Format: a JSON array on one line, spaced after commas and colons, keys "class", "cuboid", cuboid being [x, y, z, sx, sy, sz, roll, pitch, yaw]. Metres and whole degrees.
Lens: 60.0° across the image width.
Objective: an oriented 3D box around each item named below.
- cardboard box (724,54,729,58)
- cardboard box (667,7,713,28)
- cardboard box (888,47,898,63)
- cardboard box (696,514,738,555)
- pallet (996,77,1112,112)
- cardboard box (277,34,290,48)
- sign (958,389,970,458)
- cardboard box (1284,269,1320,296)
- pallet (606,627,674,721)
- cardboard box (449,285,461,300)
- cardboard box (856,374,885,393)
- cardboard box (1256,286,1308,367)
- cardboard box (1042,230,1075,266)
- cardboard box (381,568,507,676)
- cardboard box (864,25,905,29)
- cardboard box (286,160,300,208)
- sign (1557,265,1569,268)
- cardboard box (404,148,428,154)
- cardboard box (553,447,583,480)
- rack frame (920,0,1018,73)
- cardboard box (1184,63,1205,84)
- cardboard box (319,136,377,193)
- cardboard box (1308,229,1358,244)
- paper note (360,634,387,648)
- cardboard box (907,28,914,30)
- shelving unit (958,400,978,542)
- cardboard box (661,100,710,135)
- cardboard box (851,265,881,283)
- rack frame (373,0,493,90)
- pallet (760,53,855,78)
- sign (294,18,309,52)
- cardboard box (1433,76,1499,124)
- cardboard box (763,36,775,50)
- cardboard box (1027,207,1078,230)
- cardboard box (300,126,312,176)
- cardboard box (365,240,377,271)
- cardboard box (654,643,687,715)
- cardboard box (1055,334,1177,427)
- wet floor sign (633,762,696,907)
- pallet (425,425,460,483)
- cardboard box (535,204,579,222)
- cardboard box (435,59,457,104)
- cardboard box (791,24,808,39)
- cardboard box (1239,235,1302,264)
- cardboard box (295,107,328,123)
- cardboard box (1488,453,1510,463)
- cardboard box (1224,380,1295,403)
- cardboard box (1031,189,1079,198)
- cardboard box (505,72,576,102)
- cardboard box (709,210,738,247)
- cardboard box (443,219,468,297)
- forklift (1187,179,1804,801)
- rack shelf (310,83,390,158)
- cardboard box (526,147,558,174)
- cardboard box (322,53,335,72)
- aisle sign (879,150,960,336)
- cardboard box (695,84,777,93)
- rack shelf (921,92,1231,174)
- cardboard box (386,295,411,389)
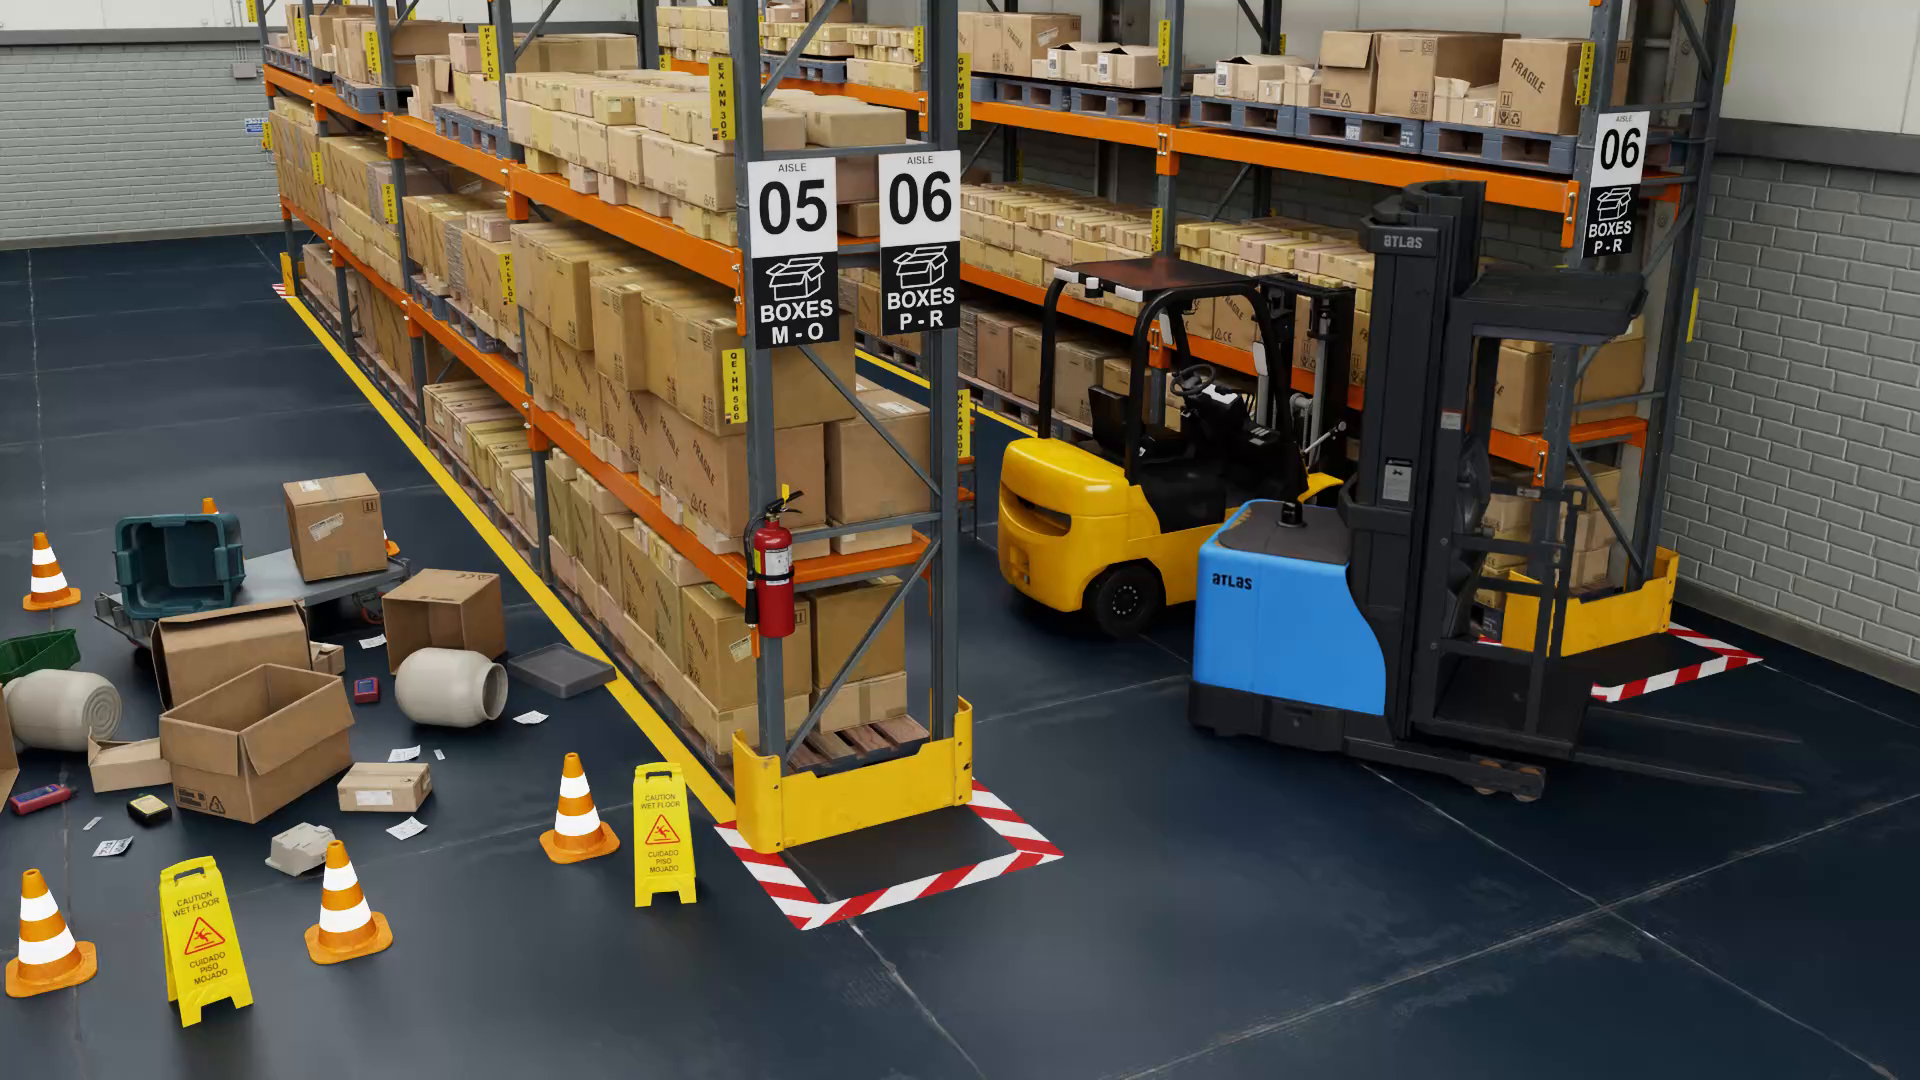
[{"class": "cardboard box", "cuboid": [-2.685, -5.921, 20.478, 0.380, 0.149, 0.250, -9, 21, -25]}, {"class": "cardboard box", "cuboid": [-3.492, -6.820, 21.705, 0.500, 0.250, 0.500, -10, 21, -27]}, {"class": "cardboard box", "cuboid": [-0.497, -4.871, 16.670, 0.380, 0.149, 0.250, -9, 21, -25]}, {"class": "cardboard box", "cuboid": [-1.060, -0.059, 8.089, 0.380, 0.149, 0.250, -10, 22, -27]}, {"class": "pallet", "cuboid": [1.026, -3.941, 14.646, 1.003, 0.211, 1.213, -9, 21, -24]}, {"class": "cardboard box", "cuboid": [-7.759, -5.838, 19.441, 0.380, 0.149, 0.250, -9, 21, -25]}, {"class": "sign", "cuboid": [0.002, -0.541, 7.774, 0.100, 0.325, 0.005, -10, 21, -27]}, {"class": "cardboard box", "cuboid": [2.494, -1.816, 11.647, 0.380, 0.149, 0.250, -11, 22, -28]}, {"class": "pallet", "cuboid": [-1.442, 0.660, 9.895, 1.003, 0.211, 1.213, -10, 21, -27]}, {"class": "cardboard box", "cuboid": [-3.794, -1.991, 13.043, 0.380, 0.149, 0.250, -9, 21, -23]}, {"class": "cardboard box", "cuboid": [-0.705, -0.563, 8.555, 0.500, 0.500, 0.500, -9, 21, -25]}, {"class": "cardboard box", "cuboid": [2.476, -1.553, 11.881, 0.500, 0.500, 0.500, -10, 22, -27]}, {"class": "cardboard box", "cuboid": [1.045, -2.527, 14.320, 0.500, 0.250, 0.500, -10, 21, -26]}, {"class": "cardboard box", "cuboid": [-3.064, 0.503, 9.904, 0.500, 0.500, 0.500, 4, 19, 11]}, {"class": "cardboard box", "cuboid": [-0.808, -5.442, 17.837, 0.380, 0.149, 0.250, -9, 21, -25]}, {"class": "cardboard box", "cuboid": [-7.608, -4.216, 19.598, 0.500, 0.500, 0.500, -10, 21, -27]}, {"class": "sign", "cuboid": [3.407, -1.397, 9.443, 0.100, 0.325, 0.005, -10, 21, -27]}, {"class": "cardboard box", "cuboid": [-5.006, -3.481, 15.935, 0.500, 0.500, 0.500, -10, 21, -26]}, {"class": "cardboard box", "cuboid": [-2.326, -0.500, 10.408, 0.380, 0.149, 0.250, -10, 21, -26]}, {"class": "rack frame", "cuboid": [0.092, -5.950, 15.580, 1.000, 3.000, 0.127, -10, 21, -27]}, {"class": "cardboard box", "cuboid": [1.761, -3.785, 13.492, 0.380, 0.149, 0.250, -10, 21, -27]}, {"class": "cardboard box", "cuboid": [-6.218, -3.842, 16.980, 0.500, 0.500, 0.500, -10, 21, -26]}, {"class": "cardboard box", "cuboid": [2.803, -2.201, 12.308, 0.380, 0.149, 0.250, -10, 22, -28]}, {"class": "paper note", "cuboid": [-3.625, 0.624, 10.277, 0.148, 0.019, 0.142, -10, 21, -27]}, {"class": "cardboard box", "cuboid": [-0.332, -5.230, 17.254, 0.380, 0.149, 0.250, -10, 21, -27]}, {"class": "shelving unit", "cuboid": [-0.025, -0.512, 12.005, 0.215, 1.050, 0.252, -10, 21, -27]}, {"class": "cardboard box", "cuboid": [-1.197, -2.007, 7.912, 0.380, 0.149, 0.250, -10, 21, -26]}, {"class": "cardboard box", "cuboid": [-0.971, -2.925, 18.205, 0.380, 0.149, 0.250, -11, 22, -29]}, {"class": "rack frame", "cuboid": [-4.275, -5.180, 13.348, 1.000, 3.000, 0.127, -10, 21, -27]}, {"class": "pallet", "cuboid": [-1.560, -5.394, 18.853, 1.213, 0.211, 1.003, -10, 21, -27]}, {"class": "sign", "cuboid": [-6.662, -5.106, 16.818, 0.100, 0.325, 0.005, -10, 21, -27]}, {"class": "cardboard box", "cuboid": [3.110, -2.682, 10.115, 0.396, 0.266, 0.258, -10, 21, -27]}, {"class": "cardboard box", "cuboid": [-2.016, -5.660, 18.926, 0.380, 0.149, 0.250, -10, 21, -26]}, {"class": "cardboard box", "cuboid": [0.807, -2.810, 14.528, 0.380, 0.149, 0.250, -11, 22, -28]}, {"class": "cardboard box", "cuboid": [-6.875, -4.252, 18.170, 0.500, 0.500, 0.500, -10, 22, -27]}, {"class": "cardboard box", "cuboid": [-5.225, -2.670, 15.500, 0.500, 0.250, 0.500, -10, 22, -27]}, {"class": "cardboard box", "cuboid": [-1.336, 0.713, 9.038, 0.500, 0.250, 0.500, -10, 21, -26]}, {"class": "cardboard box", "cuboid": [1.372, -1.414, 14.627, 0.875, 0.625, 0.625, -10, 22, -27]}, {"class": "wet floor sign", "cuboid": [-1.327, 1.285, 7.417, 0.267, 0.644, 0.232, -3, 19, -8]}, {"class": "pallet", "cuboid": [-3.905, -0.802, 14.131, 1.003, 0.211, 1.213, -10, 21, -27]}, {"class": "cardboard box", "cuboid": [-2.894, -2.375, 12.168, 0.380, 0.149, 0.250, -9, 21, -24]}, {"class": "cardboard box", "cuboid": [-3.525, -3.378, 12.565, 0.797, 0.503, 0.637, -10, 21, -27]}, {"class": "cardboard box", "cuboid": [-1.634, -5.580, 18.237, 0.380, 0.149, 0.250, -10, 22, -28]}, {"class": "cardboard box", "cuboid": [2.246, -2.100, 12.016, 0.380, 0.149, 0.250, -9, 21, -25]}, {"class": "cardboard box", "cuboid": [-7.282, -4.803, 18.772, 0.380, 0.149, 0.250, -10, 21, -27]}, {"class": "cardboard box", "cuboid": [3.589, -0.499, 11.019, 0.500, 0.250, 0.500, -10, 21, -27]}, {"class": "cardboard box", "cuboid": [2.179, -1.002, 12.474, 0.500, 0.250, 0.500, -10, 21, -27]}, {"class": "cardboard box", "cuboid": [0.894, -3.205, 15.673, 0.380, 0.149, 0.250, -10, 22, -28]}, {"class": "cardboard box", "cuboid": [-2.513, -2.731, 10.012, 0.380, 0.149, 0.250, -10, 22, -28]}, {"class": "cardboard box", "cuboid": [-0.891, -1.406, 7.395, 0.380, 0.149, 0.250, -10, 21, -26]}, {"class": "cardboard box", "cuboid": [-3.522, -2.121, 12.427, 0.500, 0.500, 0.500, -11, 22, -29]}, {"class": "forklift", "cuboid": [2.803, -0.273, 8.429, 3.031, 2.935, 1.130, 9, 21, 24]}, {"class": "rack shelf", "cuboid": [-5.224, -3.996, 15.619, 1.077, 0.370, 4.000, -10, 21, -27]}, {"class": "cardboard box", "cuboid": [-2.370, -2.284, 9.937, 0.380, 0.149, 0.250, -10, 21, -27]}, {"class": "cardboard box", "cuboid": [-5.881, -4.581, 15.925, 0.380, 0.166, 0.250, -12, 22, -30]}, {"class": "aisle sign", "cuboid": [-0.174, -1.307, 7.335, 0.394, 0.787, 0.004, -10, 21, -27]}, {"class": "cardboard box", "cuboid": [-1.212, -2.385, 9.008, 0.380, 0.149, 0.250, -10, 21, -26]}, {"class": "rack shelf", "cuboid": [1.042, -3.618, 14.522, 1.077, 0.370, 4.000, -10, 21, -27]}, {"class": "cardboard box", "cuboid": [-4.949, -2.006, 15.961, 0.875, 0.875, 0.875, -10, 21, -26]}]
